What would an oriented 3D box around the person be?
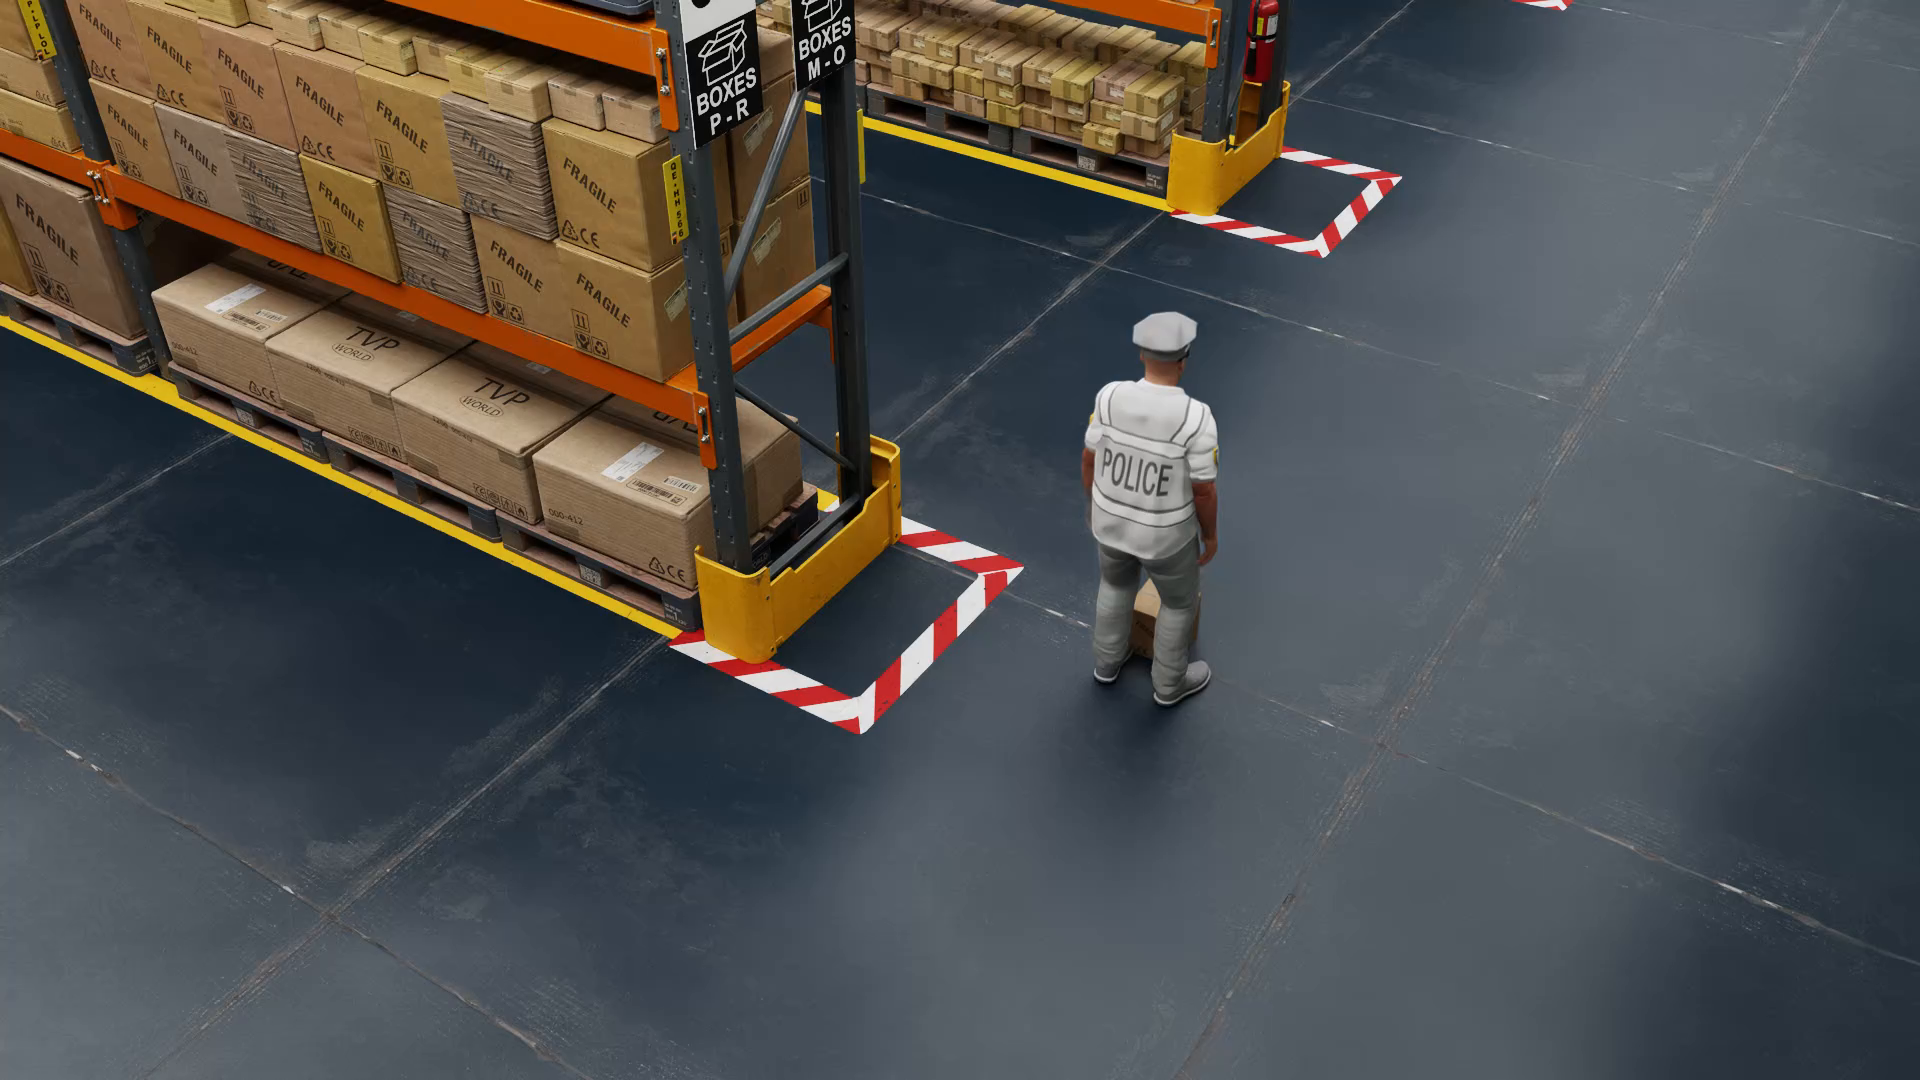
[{"bbox_3d":[0.767,-0.076,6.772,0.590,1.746,0.442,20,42,23],"label":"person"}]
